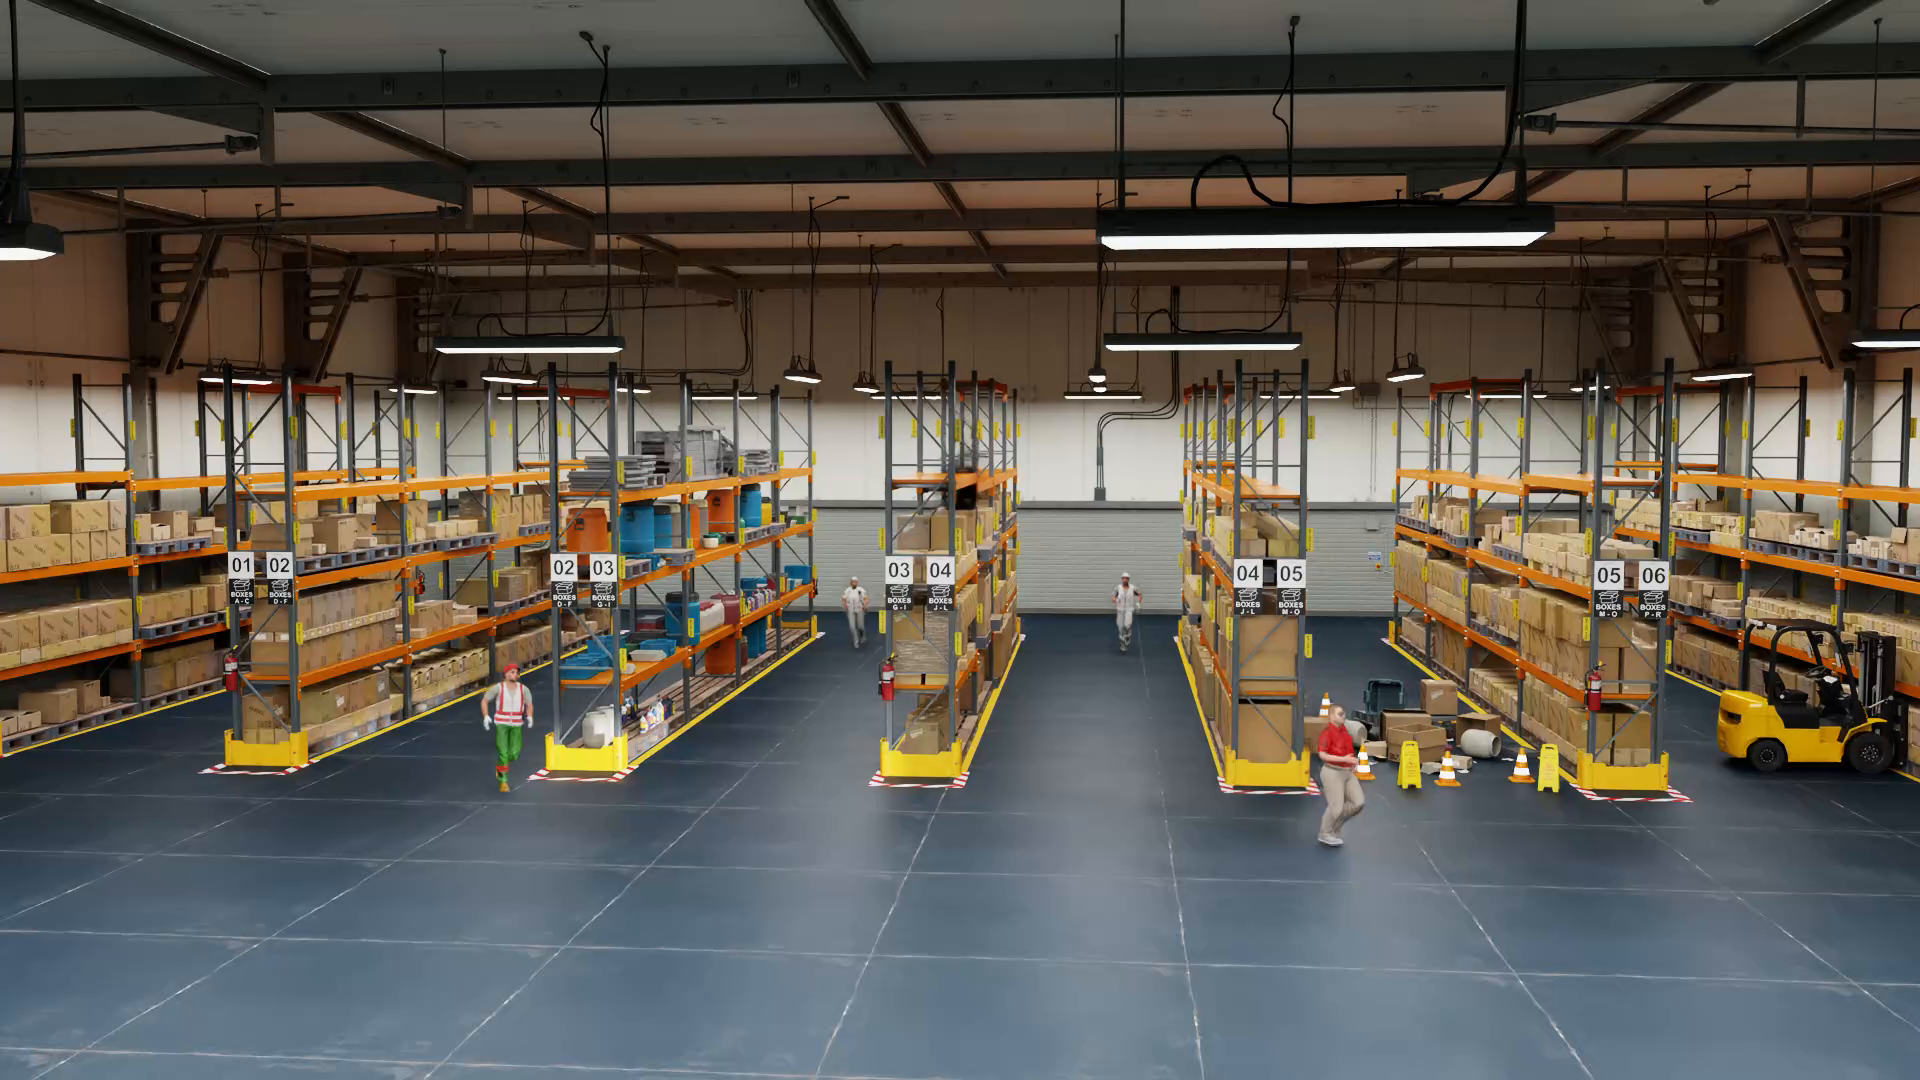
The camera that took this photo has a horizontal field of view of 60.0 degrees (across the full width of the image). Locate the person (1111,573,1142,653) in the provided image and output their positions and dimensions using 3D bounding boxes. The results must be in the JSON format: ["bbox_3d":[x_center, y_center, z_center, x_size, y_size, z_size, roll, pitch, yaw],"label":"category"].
[{"bbox_3d":[3.736,1.641,37.616,0.662,1.798,0.679,1,4,17],"label":"person"}]

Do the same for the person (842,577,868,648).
[{"bbox_3d":[-2.441,1.666,38.543,0.615,1.642,0.558,0,4,2],"label":"person"}]

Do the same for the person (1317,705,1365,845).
[{"bbox_3d":[4.599,2.844,19.968,0.648,1.705,0.620,-3,5,-42],"label":"person"}]

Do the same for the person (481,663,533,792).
[{"bbox_3d":[-6.336,2.609,23.349,0.718,1.745,0.639,-2,4,-28],"label":"person"}]
